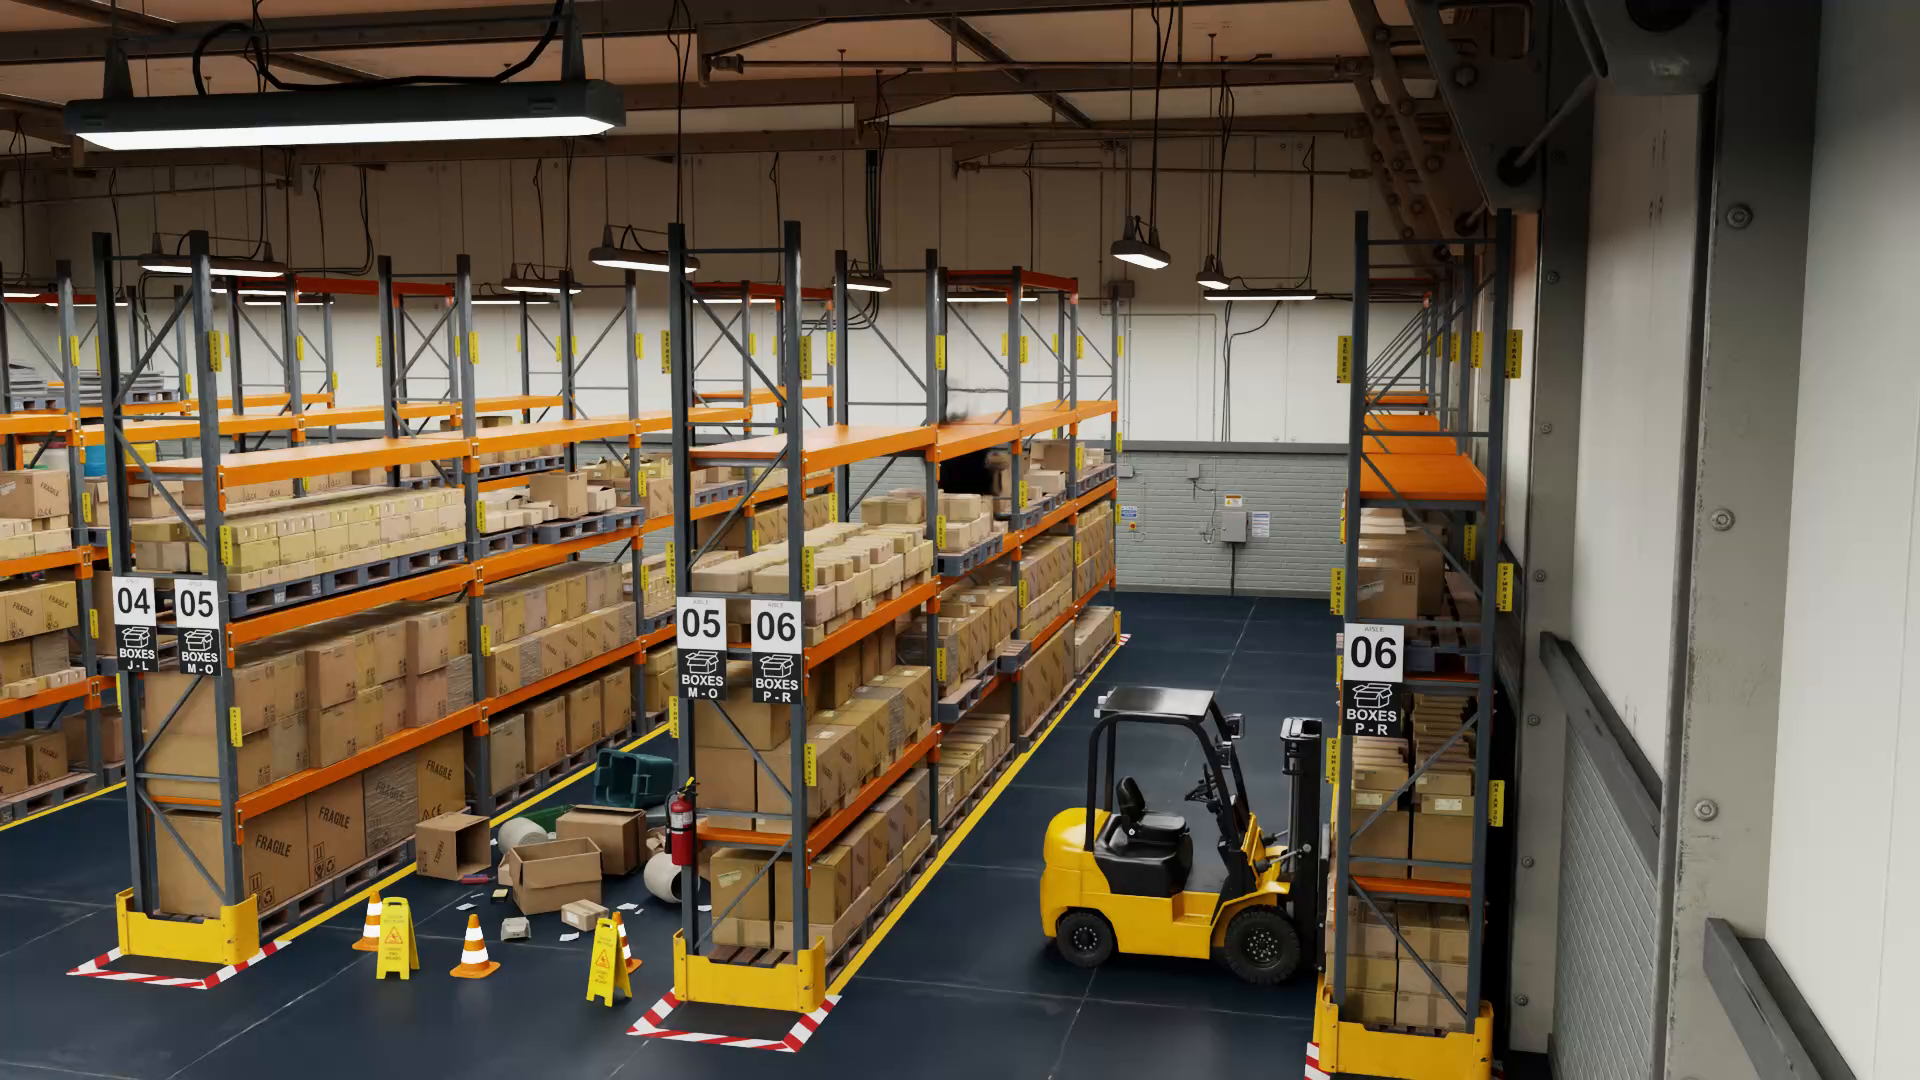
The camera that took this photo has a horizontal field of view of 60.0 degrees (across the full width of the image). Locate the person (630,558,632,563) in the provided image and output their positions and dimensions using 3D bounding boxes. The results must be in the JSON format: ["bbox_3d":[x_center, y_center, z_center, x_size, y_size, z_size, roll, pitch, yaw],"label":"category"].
[{"bbox_3d":[-5.184,1.079,26.956,0.576,1.662,0.819,3,7,20],"label":"person"}]
